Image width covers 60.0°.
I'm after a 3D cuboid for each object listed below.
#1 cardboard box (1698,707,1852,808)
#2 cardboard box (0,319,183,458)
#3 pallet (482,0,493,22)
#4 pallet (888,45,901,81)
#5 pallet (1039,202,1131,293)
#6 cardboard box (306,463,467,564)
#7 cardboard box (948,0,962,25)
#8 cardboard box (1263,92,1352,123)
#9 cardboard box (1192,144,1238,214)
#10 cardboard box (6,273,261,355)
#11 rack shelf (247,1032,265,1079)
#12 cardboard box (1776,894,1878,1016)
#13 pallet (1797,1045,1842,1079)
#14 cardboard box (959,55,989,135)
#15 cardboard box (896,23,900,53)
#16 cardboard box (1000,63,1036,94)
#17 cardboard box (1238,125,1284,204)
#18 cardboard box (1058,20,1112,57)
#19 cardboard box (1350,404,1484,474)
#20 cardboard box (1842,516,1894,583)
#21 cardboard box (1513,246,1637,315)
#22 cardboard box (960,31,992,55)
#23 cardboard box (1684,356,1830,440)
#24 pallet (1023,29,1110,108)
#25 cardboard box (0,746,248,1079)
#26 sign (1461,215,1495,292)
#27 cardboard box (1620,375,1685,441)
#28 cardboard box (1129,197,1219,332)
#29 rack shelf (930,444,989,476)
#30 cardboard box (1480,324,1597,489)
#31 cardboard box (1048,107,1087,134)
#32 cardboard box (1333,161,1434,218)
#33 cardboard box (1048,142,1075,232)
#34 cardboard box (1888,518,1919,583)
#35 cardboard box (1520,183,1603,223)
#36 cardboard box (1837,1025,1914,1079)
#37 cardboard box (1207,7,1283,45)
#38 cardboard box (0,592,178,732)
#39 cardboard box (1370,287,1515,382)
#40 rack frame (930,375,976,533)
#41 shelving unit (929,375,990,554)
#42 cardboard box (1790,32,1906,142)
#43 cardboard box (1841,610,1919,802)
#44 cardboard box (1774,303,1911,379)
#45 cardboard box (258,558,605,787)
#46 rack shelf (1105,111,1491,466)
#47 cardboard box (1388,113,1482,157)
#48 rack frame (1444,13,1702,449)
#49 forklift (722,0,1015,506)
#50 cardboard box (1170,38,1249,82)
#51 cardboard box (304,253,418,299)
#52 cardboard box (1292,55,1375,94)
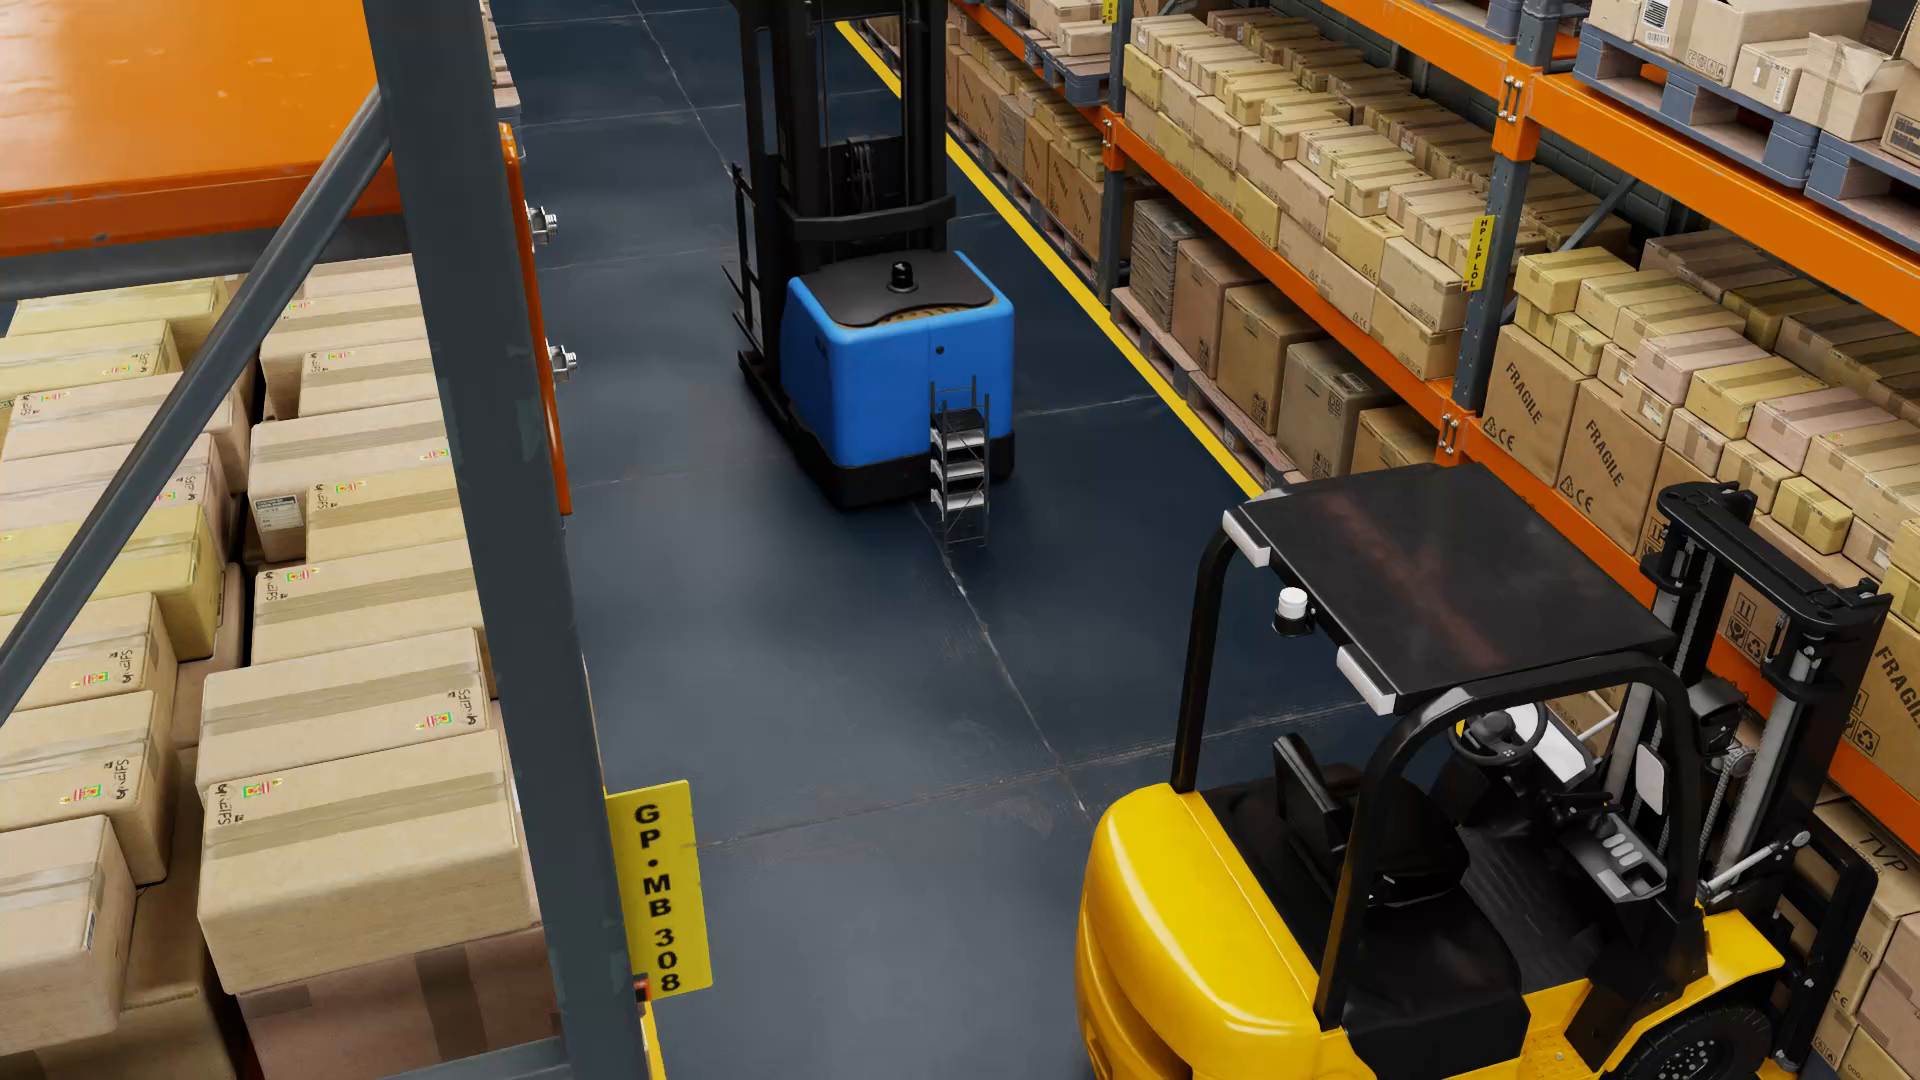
[{"bbox_3d":[2.954,0.846,5.955,0.500,0.250,0.500,-11,35,-16],"label":"cardboard box"},{"bbox_3d":[-1.746,-0.292,3.254,0.380,0.149,0.250,-9,35,-14],"label":"cardboard box"},{"bbox_3d":[-2.488,-2.044,6.572,1.213,0.211,1.003,-10,35,-15],"label":"pallet"},{"bbox_3d":[-0.005,-4.219,14.944,1.003,0.211,1.213,-10,35,-15],"label":"pallet"},{"bbox_3d":[1.232,-2.157,11.823,1.003,0.211,1.213,-10,35,-15],"label":"pallet"},{"bbox_3d":[-0.891,-0.001,2.814,0.380,0.149,0.250,-10,35,-15],"label":"cardboard box"},{"bbox_3d":[0.117,-4.326,13.604,0.380,0.149,0.250,-11,35,-16],"label":"cardboard box"},{"bbox_3d":[1.815,-2.221,8.711,0.380,0.149,0.250,-10,35,-15],"label":"cardboard box"},{"bbox_3d":[1.639,-2.051,9.269,0.500,0.250,0.500,-11,35,-16],"label":"cardboard box"},{"bbox_3d":[-1.902,-0.487,3.911,0.500,0.250,0.500,-10,35,-14],"label":"cardboard box"},{"bbox_3d":[-1.472,0.114,3.789,1.077,0.370,4.000,-10,35,-15],"label":"rack shelf"},{"bbox_3d":[3.097,1.306,5.712,0.500,0.250,0.500,-11,35,-16],"label":"cardboard box"},{"bbox_3d":[3.591,2.047,5.460,1.003,0.211,1.213,-10,35,-15],"label":"pallet"},{"bbox_3d":[0.309,-3.585,13.340,0.500,0.500,0.500,-10,35,-15],"label":"cardboard box"},{"bbox_3d":[-0.355,-4.487,14.919,0.396,0.266,0.258,-9,34,-13],"label":"cardboard box"},{"bbox_3d":[0.517,-3.517,12.649,0.380,0.149,0.250,-9,34,-13],"label":"cardboard box"},{"bbox_3d":[1.800,-1.989,8.722,0.500,0.250,0.500,-10,35,-14],"label":"cardboard box"},{"bbox_3d":[0.858,-3.273,10.829,0.380,0.149,0.250,-9,35,-14],"label":"cardboard box"},{"bbox_3d":[2.474,-0.278,8.223,0.875,0.625,0.625,-8,34,-13],"label":"cardboard box"},{"bbox_3d":[3.086,0.015,5.327,0.380,0.149,0.250,-10,35,-15],"label":"cardboard box"},{"bbox_3d":[2.458,-1.041,6.656,0.380,0.149,0.250,-9,35,-14],"label":"cardboard box"},{"bbox_3d":[0.218,-4.059,13.471,0.380,0.149,0.250,-11,35,-16],"label":"cardboard box"},{"bbox_3d":[2.796,-0.502,5.840,0.380,0.149,0.250,-11,35,-15],"label":"cardboard box"},{"bbox_3d":[1.150,-3.186,11.025,1.213,0.211,1.003,-10,35,-15],"label":"pallet"},{"bbox_3d":[-1.275,0.579,2.299,0.500,0.250,0.500,-10,35,-15],"label":"cardboard box"},{"bbox_3d":[2.130,-1.175,6.830,0.100,0.325,0.005,-10,35,-15],"label":"sign"},{"bbox_3d":[2.682,-0.513,6.126,0.380,0.149,0.250,-9,35,-14],"label":"cardboard box"},{"bbox_3d":[1.601,-1.777,10.491,0.875,0.625,0.625,-9,34,-13],"label":"cardboard box"},{"bbox_3d":[-0.002,-0.427,8.477,0.258,0.077,0.200,-10,35,-15],"label":"rack shelf"},{"bbox_3d":[2.530,-0.587,6.826,0.500,0.500,0.500,-11,35,-16],"label":"cardboard box"},{"bbox_3d":[0.843,-2.972,11.824,0.380,0.149,0.250,-9,35,-13],"label":"cardboard box"},{"bbox_3d":[2.001,-1.662,7.865,0.380,0.149,0.250,-11,35,-16],"label":"cardboard box"},{"bbox_3d":[0.947,-2.505,11.706,0.500,0.500,0.500,-11,35,-15],"label":"cardboard box"},{"bbox_3d":[3.069,0.036,5.026,0.380,0.149,0.250,-9,35,-14],"label":"cardboard box"},{"bbox_3d":[2.709,-1.504,7.627,0.380,0.149,0.250,-11,35,-16],"label":"cardboard box"},{"bbox_3d":[3.277,1.794,5.427,0.500,0.250,0.500,-10,35,-15],"label":"cardboard box"},{"bbox_3d":[1.716,-3.097,10.038,0.380,0.149,0.250,-9,34,-13],"label":"cardboard box"},{"bbox_3d":[-1.384,0.235,2.457,0.380,0.149,0.250,-10,35,-15],"label":"cardboard box"},{"bbox_3d":[2.241,-0.980,7.648,0.500,0.250,0.500,-9,35,-14],"label":"cardboard box"},{"bbox_3d":[-0.033,-0.433,8.589,0.240,0.900,0.006,-10,35,-15],"label":"rack frame"},{"bbox_3d":[-0.002,-0.380,8.508,0.258,0.900,0.210,-10,35,-15],"label":"shelving unit"},{"bbox_3d":[2.807,-1.404,5.083,0.396,0.266,0.258,-11,35,-16],"label":"cardboard box"},{"bbox_3d":[3.158,0.479,5.213,0.500,0.500,0.500,-11,35,-16],"label":"cardboard box"},{"bbox_3d":[3.295,-0.745,6.208,0.380,0.149,0.250,-11,35,-16],"label":"cardboard box"},{"bbox_3d":[-0.906,0.227,2.831,0.500,0.250,0.500,-11,35,-15],"label":"cardboard box"},{"bbox_3d":[2.034,-1.572,9.060,1.077,0.370,4.000,-10,35,-15],"label":"rack shelf"},{"bbox_3d":[2.402,-2.033,8.427,0.380,0.149,0.250,-10,35,-15],"label":"cardboard box"},{"bbox_3d":[2.644,-0.822,7.273,1.000,3.000,0.127,-10,35,-15],"label":"rack frame"},{"bbox_3d":[-0.721,-2.207,9.432,1.130,2.935,3.031,-13,35,-18],"label":"forklift"},{"bbox_3d":[1.426,-2.747,9.507,0.380,0.149,0.250,-9,35,-13],"label":"cardboard box"},{"bbox_3d":[-1.214,-0.537,3.625,0.380,0.149,0.250,-10,35,-14],"label":"cardboard box"},{"bbox_3d":[2.070,-2.565,9.232,0.380,0.149,0.250,-10,35,-15],"label":"cardboard box"}]
